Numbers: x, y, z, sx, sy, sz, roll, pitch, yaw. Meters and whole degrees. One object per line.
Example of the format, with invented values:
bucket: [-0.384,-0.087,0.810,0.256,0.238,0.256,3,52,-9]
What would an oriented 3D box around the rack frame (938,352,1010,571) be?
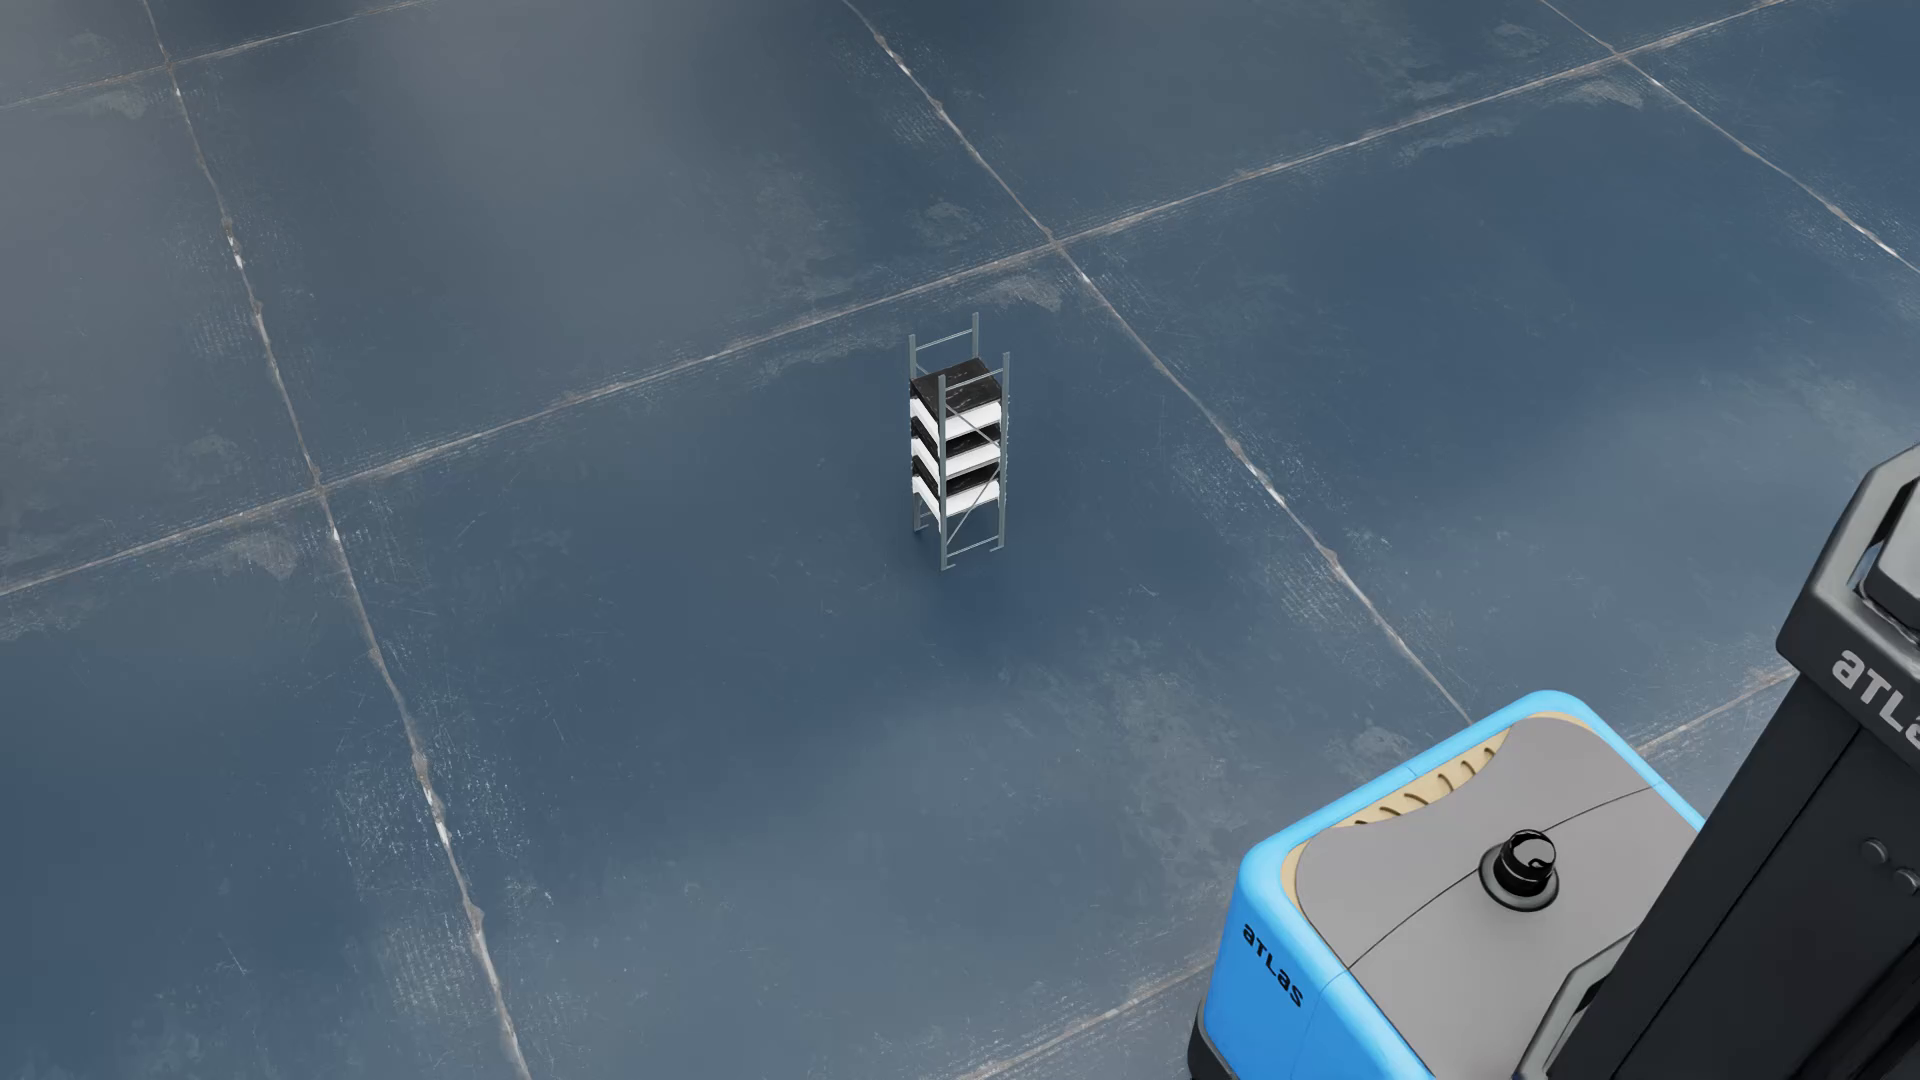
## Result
rack frame: [0.043,-0.234,5.357,0.240,0.900,0.006,-21,52,-18]

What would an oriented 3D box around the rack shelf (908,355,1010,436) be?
rack shelf: [-0.004,-0.458,5.238,0.258,0.077,0.200,-21,52,-18]

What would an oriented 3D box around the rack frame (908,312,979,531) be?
rack frame: [-0.050,-0.370,5.476,0.240,0.900,0.006,-21,52,-18]

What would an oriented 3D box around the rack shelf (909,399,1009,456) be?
rack shelf: [-0.004,-0.398,5.306,0.258,0.077,0.200,-21,52,-18]

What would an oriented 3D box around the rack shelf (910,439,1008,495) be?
rack shelf: [-0.004,-0.280,5.441,0.258,0.077,0.200,-21,52,-18]

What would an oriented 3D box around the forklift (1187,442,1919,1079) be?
forklift: [1.788,1.224,2.732,1.130,2.935,3.031,-24,53,-20]

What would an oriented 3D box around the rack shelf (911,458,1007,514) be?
rack shelf: [-0.004,-0.221,5.509,0.258,0.077,0.200,-21,52,-18]

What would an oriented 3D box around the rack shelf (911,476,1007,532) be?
rack shelf: [-0.004,-0.161,5.577,0.258,0.077,0.200,-21,52,-18]

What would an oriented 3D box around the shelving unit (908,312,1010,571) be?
shelving unit: [-0.004,-0.302,5.416,0.258,0.900,0.210,-21,52,-18]

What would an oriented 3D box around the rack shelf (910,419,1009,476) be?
rack shelf: [-0.004,-0.339,5.373,0.258,0.077,0.200,-21,52,-18]
